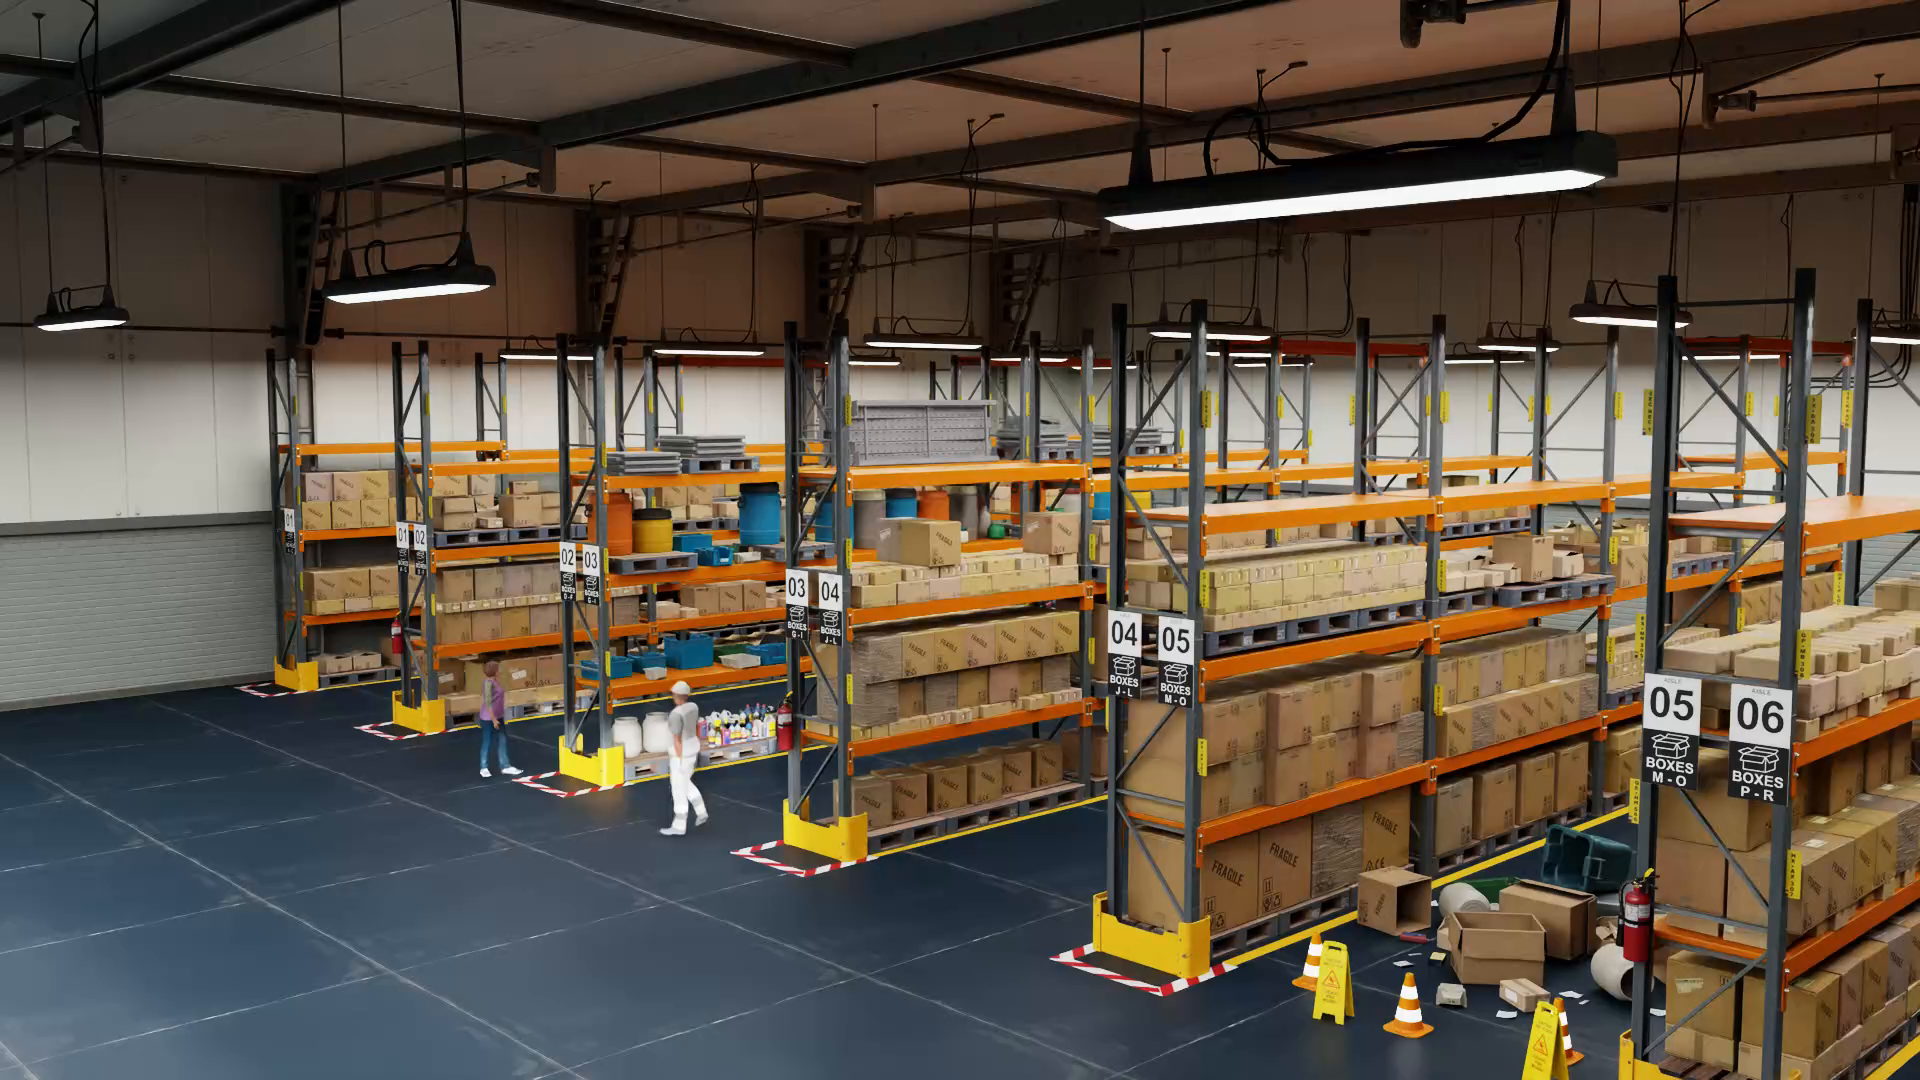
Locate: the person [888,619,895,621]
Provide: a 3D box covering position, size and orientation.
[{"bbox_3d":[-1.336,1.848,29.600,0.464,1.441,0.857,5,7,43],"label":"person"}]

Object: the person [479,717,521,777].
[{"bbox_3d":[-6.308,2.748,22.656,0.528,0.943,0.408,2,5,18],"label":"person"}]

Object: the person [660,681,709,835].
[{"bbox_3d":[-3.279,2.452,19.661,0.330,1.586,0.584,2,5,19],"label":"person"}]

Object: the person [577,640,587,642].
[{"bbox_3d":[-6.819,1.814,29.877,0.561,1.365,0.435,-2,5,-23],"label":"person"}]
